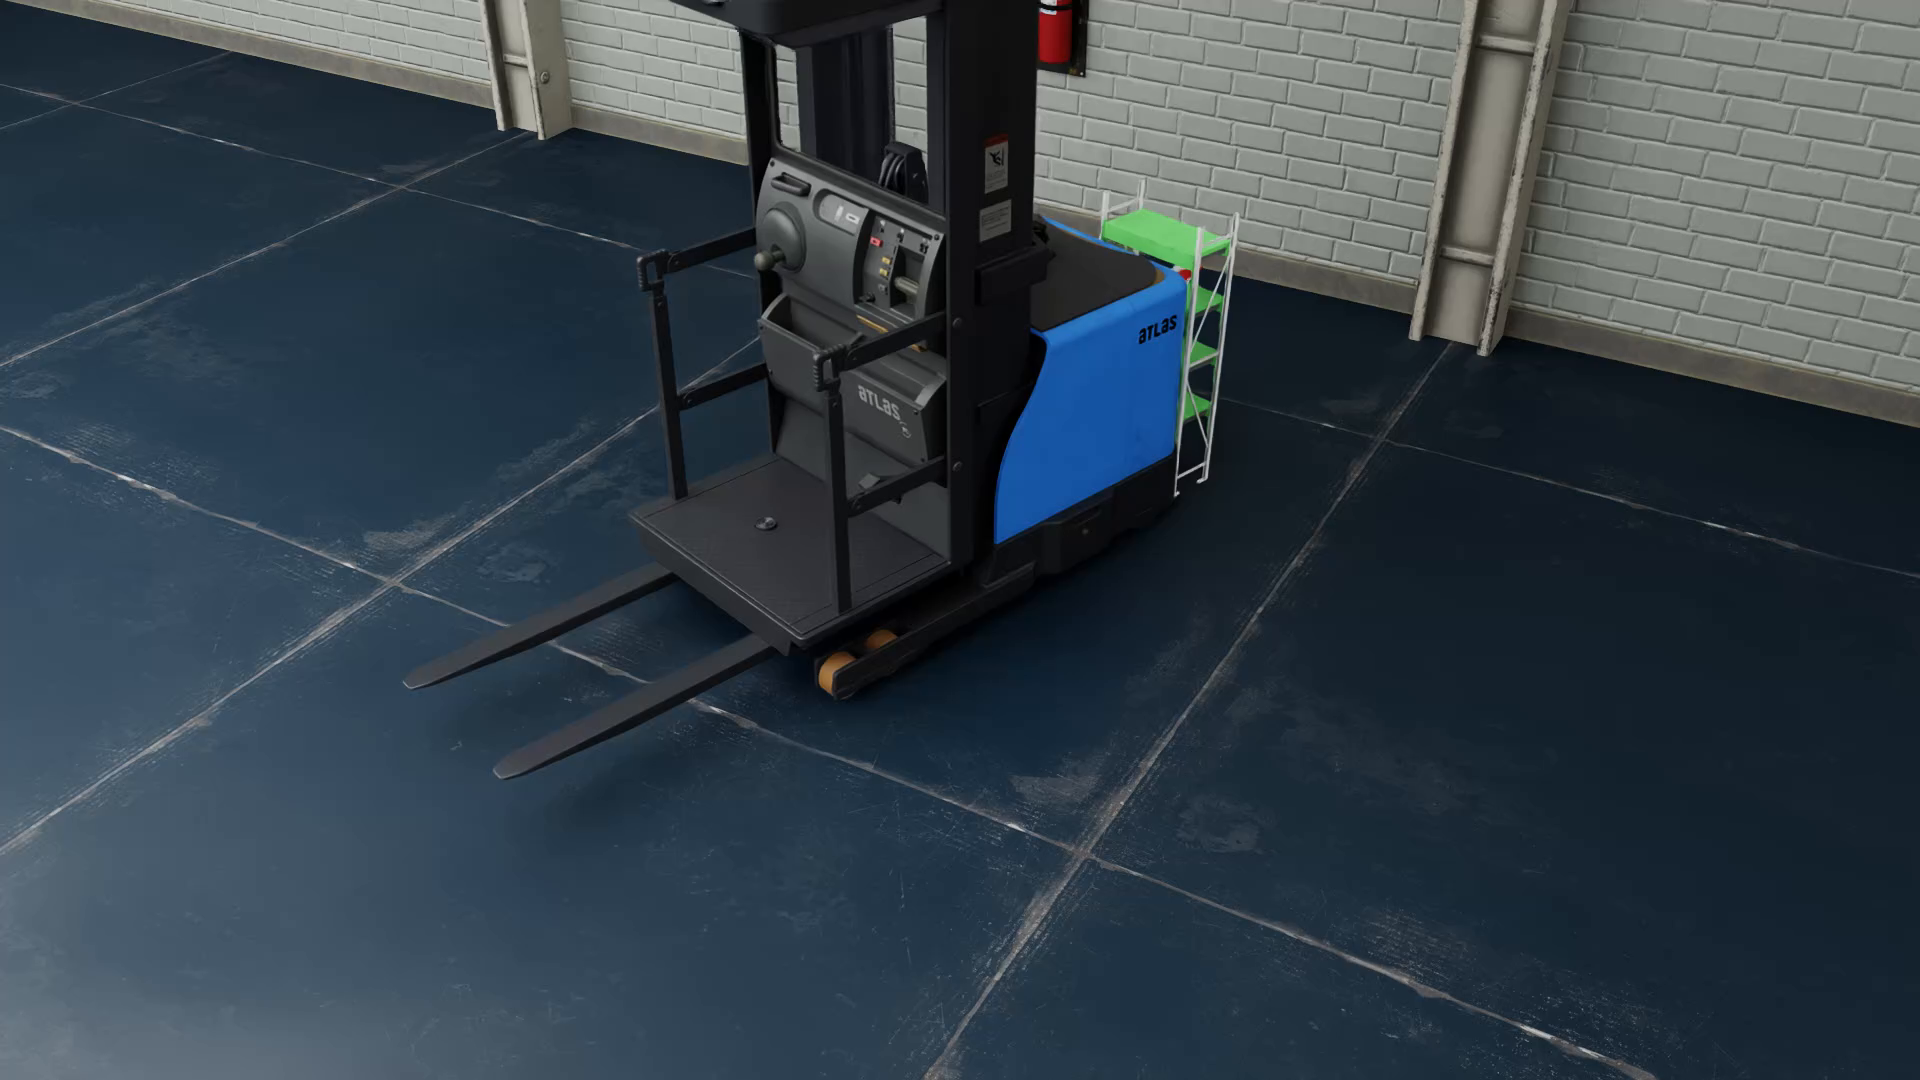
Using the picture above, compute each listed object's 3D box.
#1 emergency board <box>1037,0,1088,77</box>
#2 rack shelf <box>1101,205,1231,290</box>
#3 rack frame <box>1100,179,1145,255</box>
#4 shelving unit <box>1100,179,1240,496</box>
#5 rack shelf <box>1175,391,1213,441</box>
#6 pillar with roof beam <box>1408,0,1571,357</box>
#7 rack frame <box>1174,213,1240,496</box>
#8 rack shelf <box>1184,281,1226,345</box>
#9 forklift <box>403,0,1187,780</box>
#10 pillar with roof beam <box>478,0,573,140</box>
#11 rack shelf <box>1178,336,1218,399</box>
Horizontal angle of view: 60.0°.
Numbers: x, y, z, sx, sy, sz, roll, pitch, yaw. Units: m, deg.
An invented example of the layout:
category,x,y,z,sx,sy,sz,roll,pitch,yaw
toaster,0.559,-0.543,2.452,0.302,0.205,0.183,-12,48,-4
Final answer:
category,x,y,z,sx,sy,sz,roll,pitch,yaw
emergency board,0.346,-2.966,8.498,0.643,1.169,0.194,18,37,24
rack shelf,0.829,-1.179,6.680,0.258,0.148,0.480,-26,42,-37
rack frame,0.649,-0.925,7.048,0.240,1.200,0.015,-26,42,-37
shelving unit,0.818,-0.828,6.902,0.258,1.200,0.503,-26,42,-37
rack shelf,0.810,-0.571,7.064,0.258,0.148,0.480,-26,42,-37
pillar with roof beam,0.337,-2.693,2.676,0.400,9.000,9.100,18,37,24
rack frame,0.987,-0.730,6.755,0.240,1.200,0.015,-26,42,-37
rack shelf,0.823,-0.977,6.808,0.258,0.148,0.480,-26,42,-37
forklift,-0.545,-0.983,5.582,3.031,2.935,1.130,-27,42,-34
pillar with roof beam,-4.872,-4.343,5.154,0.400,9.000,9.100,18,37,24
rack shelf,0.817,-0.774,6.936,0.258,0.148,0.480,-26,42,-37
